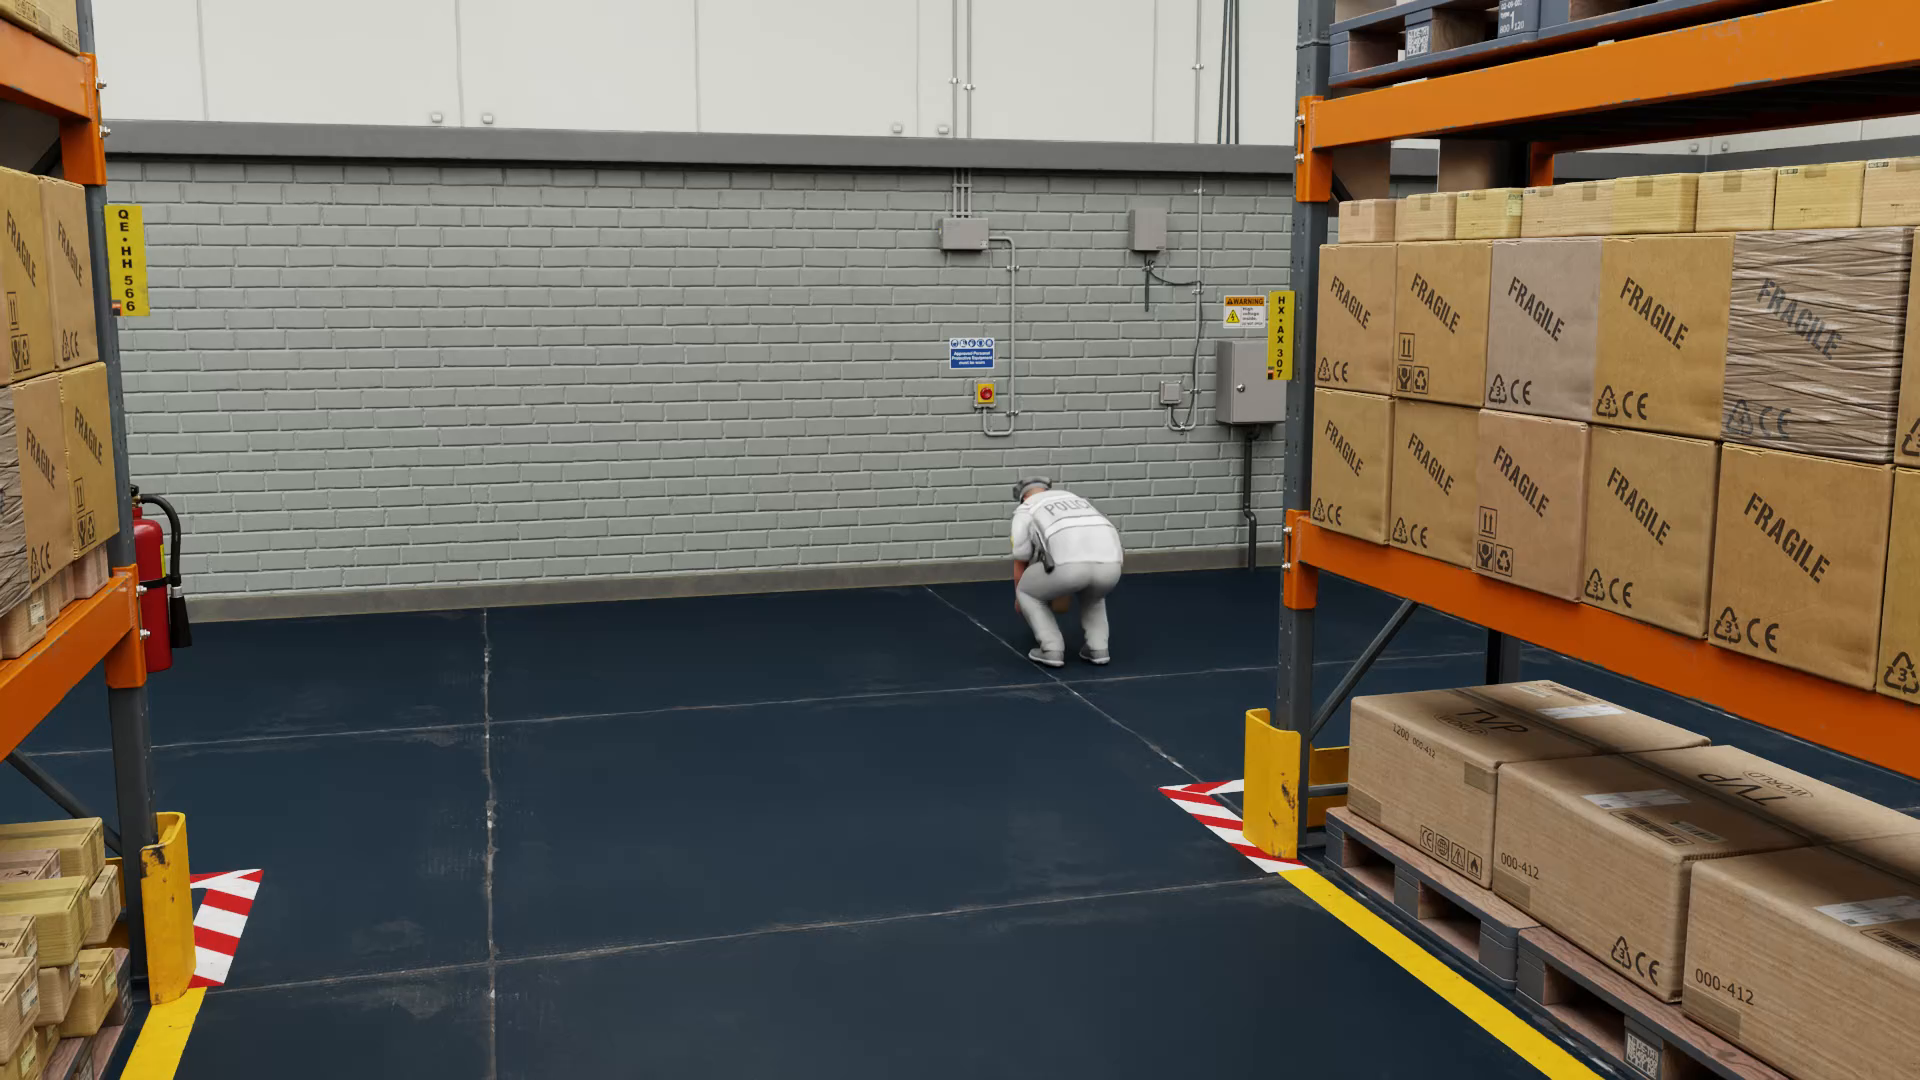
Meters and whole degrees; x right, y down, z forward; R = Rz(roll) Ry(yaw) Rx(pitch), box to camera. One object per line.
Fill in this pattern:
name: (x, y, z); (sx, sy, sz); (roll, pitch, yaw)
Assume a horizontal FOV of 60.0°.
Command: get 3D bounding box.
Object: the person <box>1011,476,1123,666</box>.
person: (0.573, 0.173, 9.600); (0.494, 1.019, 0.996); (-3, 10, -18)
